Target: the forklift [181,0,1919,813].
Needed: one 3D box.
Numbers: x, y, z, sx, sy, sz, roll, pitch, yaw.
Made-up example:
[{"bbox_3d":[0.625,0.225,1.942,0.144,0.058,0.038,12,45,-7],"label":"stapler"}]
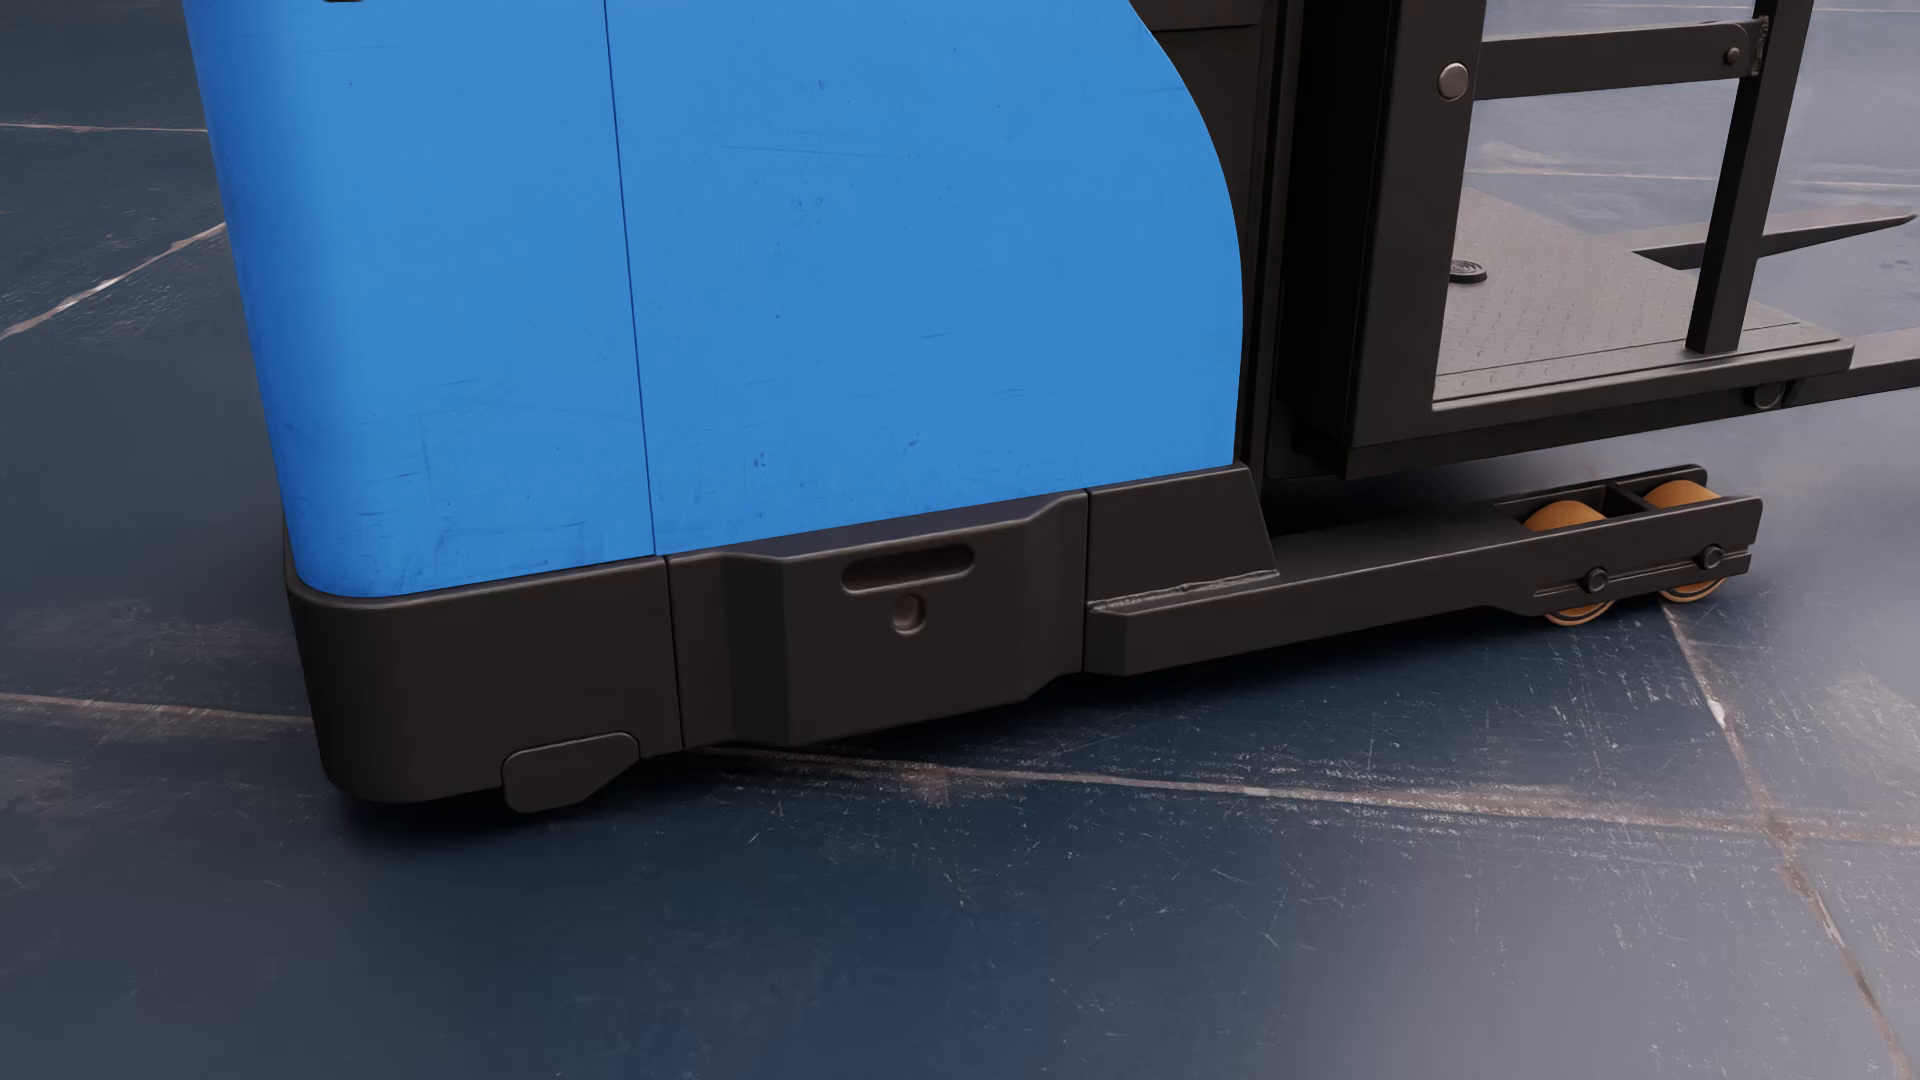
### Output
[{"bbox_3d":[0.572,-1.406,2.035,3.031,2.935,1.130,-9,28,-18],"label":"forklift"}]
